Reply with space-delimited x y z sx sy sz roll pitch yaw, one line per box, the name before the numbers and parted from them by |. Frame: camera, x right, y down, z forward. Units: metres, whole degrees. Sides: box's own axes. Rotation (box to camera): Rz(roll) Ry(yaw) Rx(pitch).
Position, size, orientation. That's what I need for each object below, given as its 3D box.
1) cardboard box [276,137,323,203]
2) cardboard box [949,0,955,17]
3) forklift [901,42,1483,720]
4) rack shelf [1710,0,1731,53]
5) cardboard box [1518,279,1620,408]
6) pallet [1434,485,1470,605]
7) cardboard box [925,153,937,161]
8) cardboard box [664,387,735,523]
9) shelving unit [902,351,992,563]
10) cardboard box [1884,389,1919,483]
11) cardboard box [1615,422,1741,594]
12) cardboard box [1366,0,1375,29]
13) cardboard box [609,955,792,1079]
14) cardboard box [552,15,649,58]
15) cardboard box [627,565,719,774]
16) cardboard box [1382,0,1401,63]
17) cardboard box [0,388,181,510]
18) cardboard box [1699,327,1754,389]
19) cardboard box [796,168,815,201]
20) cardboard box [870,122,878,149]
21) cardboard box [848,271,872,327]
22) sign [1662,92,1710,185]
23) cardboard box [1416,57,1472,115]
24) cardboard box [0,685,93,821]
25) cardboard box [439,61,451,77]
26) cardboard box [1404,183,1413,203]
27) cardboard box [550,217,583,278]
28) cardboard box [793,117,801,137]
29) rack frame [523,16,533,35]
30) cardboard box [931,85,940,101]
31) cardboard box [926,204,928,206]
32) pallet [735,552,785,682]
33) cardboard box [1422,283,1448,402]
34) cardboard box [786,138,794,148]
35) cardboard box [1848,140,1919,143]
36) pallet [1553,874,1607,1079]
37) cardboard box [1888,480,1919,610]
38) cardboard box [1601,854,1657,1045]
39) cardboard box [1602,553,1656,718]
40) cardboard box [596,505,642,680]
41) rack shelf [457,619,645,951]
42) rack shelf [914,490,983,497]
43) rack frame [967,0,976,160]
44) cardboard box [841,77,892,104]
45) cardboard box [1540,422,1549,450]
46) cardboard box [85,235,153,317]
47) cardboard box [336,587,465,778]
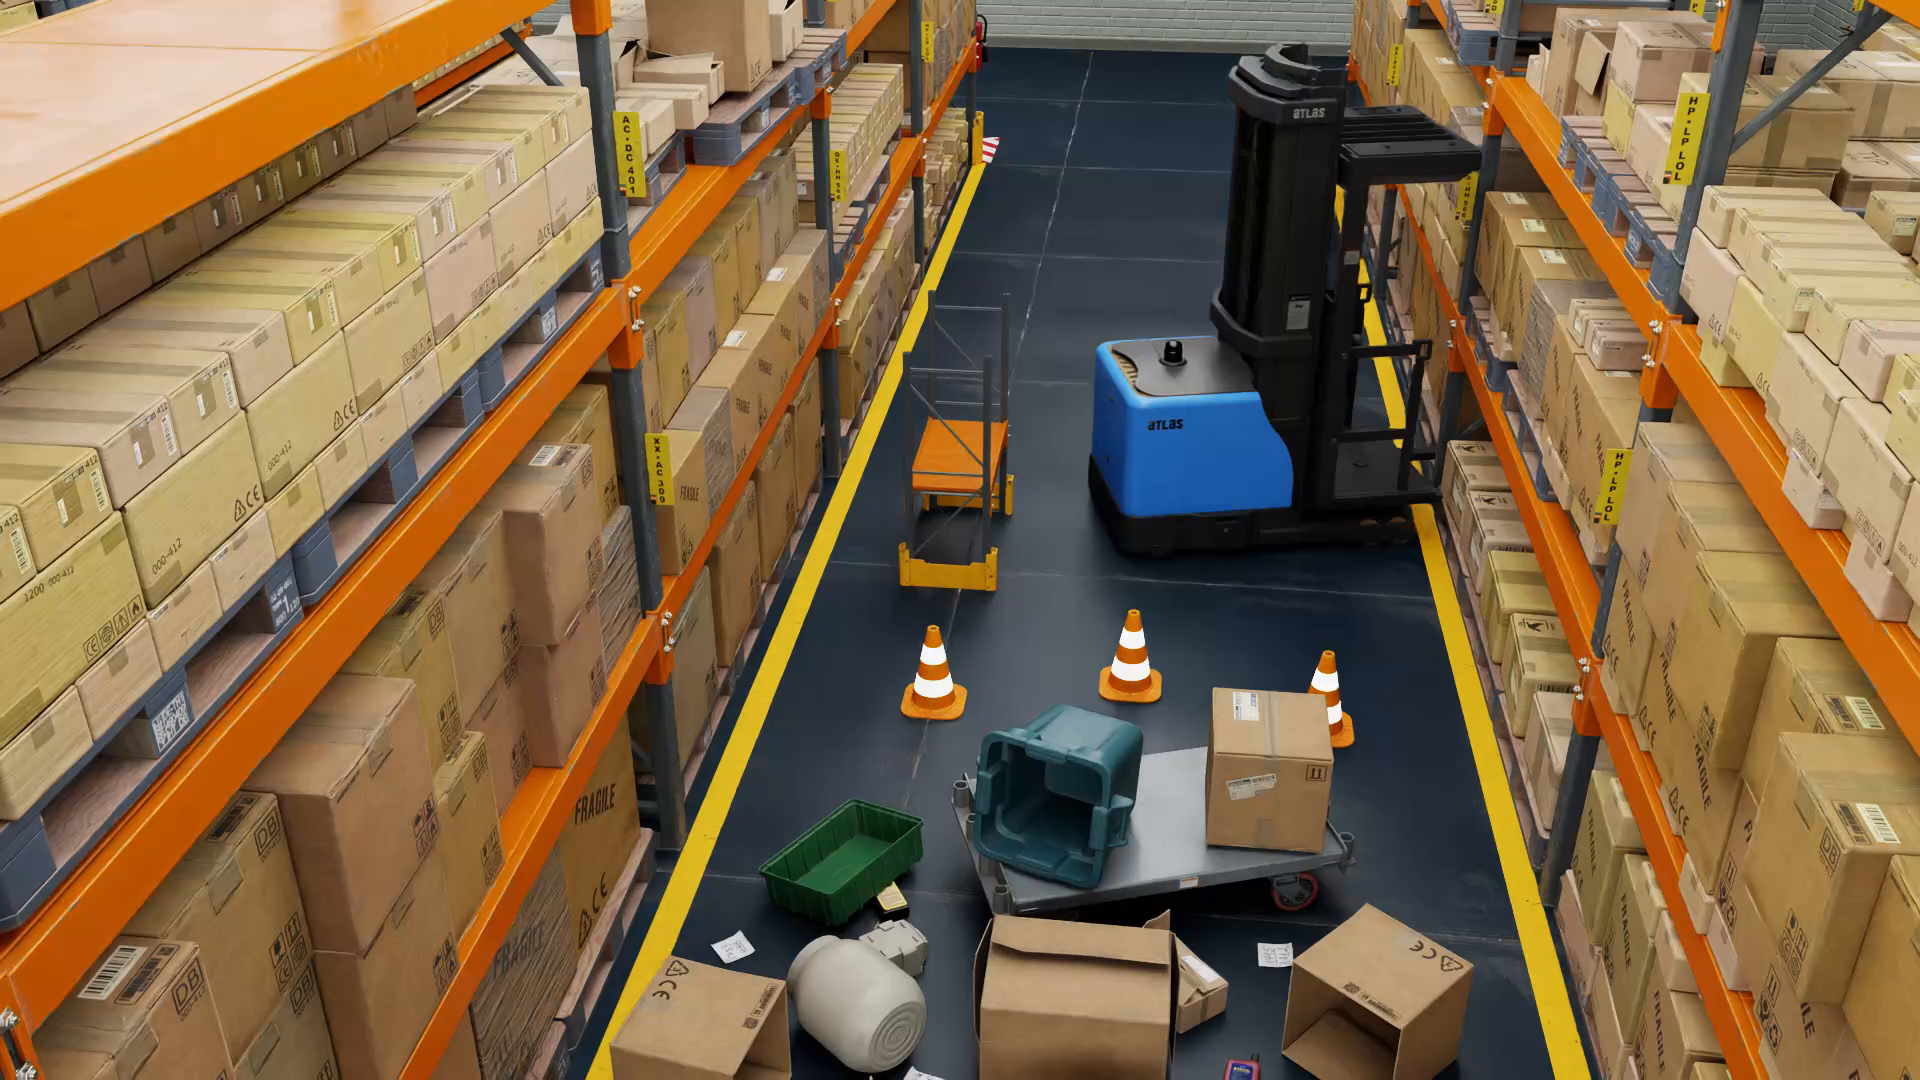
cardboard box | -2.276 -1.187 5.297 0.380 0.149 0.250 3 28 5
cardboard box | -0.319 -5.209 15.574 0.500 0.500 0.500 2 28 4
forklift | 1.759 -1.087 9.470 4.586 2.935 2.622 -4 29 -8
rack shelf | 3.368 -2.757 7.353 1.077 0.370 4.000 3 28 6
cardboard box | 3.144 -0.981 8.339 0.500 0.500 0.500 2 28 4
pallet | 3.516 0.045 10.236 1.003 0.211 1.213 3 28 6
cardboard box | -0.426 -3.636 16.064 0.380 0.149 0.250 2 28 4
cardboard box | -1.409 -0.421 8.056 0.500 0.500 0.500 4 29 7
shelving unit | -0.014 -0.605 10.084 0.500 1.500 0.985 3 28 6
cardboard box | 2.536 -0.246 4.098 0.380 0.149 0.250 4 29 7
cardboard box | 2.854 -0.088 6.070 0.700 0.500 0.500 3 28 6
cardboard box | 4.140 -5.105 15.695 0.500 0.500 0.500 3 28 6
cardboard box | -0.973 1.982 6.333 0.500 0.500 0.500 8 29 15
cardboard box | -1.743 -2.495 8.394 0.500 0.311 0.500 3 28 5
cardboard box | -1.815 0.600 8.194 1.050 0.750 0.750 3 28 6
cardboard box | 3.958 -4.394 14.376 0.507 0.500 0.507 3 28 6
cardboard box | -1.872 -0.192 3.449 0.380 0.149 0.250 3 28 5
cardboard box | 2.752 -0.625 5.642 0.380 0.149 0.250 3 28 6
cardboard box | -1.062 -2.335 10.909 0.380 0.149 0.250 3 28 6
cardboard box | -0.832 -3.059 12.566 0.380 0.149 0.250 3 29 6
cardboard box | -0.925 -1.754 12.038 0.500 0.250 0.500 3 28 6
sign | 2.572 -1.420 5.892 0.100 0.325 0.005 3 28 6
cardboard box | 3.666 -3.250 12.253 0.500 0.500 0.500 3 28 5
cardboard box | -1.932 0.394 3.203 0.380 0.149 0.250 4 29 7
cardboard box | -5.207 -4.629 16.236 0.380 0.149 0.250 4 29 7
cardboard box | 3.647 -2.692 12.534 0.500 0.250 0.500 3 28 6
cardboard box | -1.560 -1.038 5.860 0.380 0.149 0.250 4 29 7
cardboard box | -1.449 -3.227 12.878 0.380 0.149 0.250 4 29 8
rack frame | -5.242 -5.892 18.316 1.000 3.000 0.127 3 28 6
cardboard box | -0.389 -4.174 15.392 0.380 0.149 0.250 4 29 7
cardboard box | -0.488 -3.254 15.669 0.380 0.149 0.250 2 28 4
pallet | -1.635 0.376 9.621 1.003 0.211 1.213 3 28 6
cardboard box | 3.894 -1.540 12.035 0.875 0.875 0.875 4 29 7
cardboard box | -1.481 -2.974 12.722 0.380 0.149 0.250 3 28 5
cardboard box | 3.654 -1.598 6.898 0.500 0.250 0.500 3 28 6
pallet | 3.076 1.878 6.833 1.003 0.211 1.213 3 28 6
cardboard box | 2.550 0.092 3.891 0.500 0.250 0.500 4 29 8
cardboard box | 2.729 1.543 6.182 0.500 0.500 0.500 4 29 8
cardboard box | 2.793 0.348 6.314 0.500 0.500 0.500 3 28 6
cardboard box | -1.835 0.201 6.849 0.875 0.550 0.550 3 28 6
rack shelf | -2.047 1.233 5.568 0.919 0.052 3.809 3 28 6
rack shelf | -0.010 -0.493 10.180 0.416 0.036 0.922 3 28 6
rack frame | -0.331 -5.556 17.693 1.000 3.000 0.127 3 28 6
cardboard box | -0.743 -3.561 13.185 0.380 0.149 0.250 2 28 5
cardboard box | 3.052 -0.480 8.092 0.380 0.149 0.250 3 28 6
cardboard box | -2.478 -0.411 3.856 0.388 0.149 1.526 3 29 6
cardboard box | -2.093 0.484 5.184 0.875 0.550 0.500 3 28 6
